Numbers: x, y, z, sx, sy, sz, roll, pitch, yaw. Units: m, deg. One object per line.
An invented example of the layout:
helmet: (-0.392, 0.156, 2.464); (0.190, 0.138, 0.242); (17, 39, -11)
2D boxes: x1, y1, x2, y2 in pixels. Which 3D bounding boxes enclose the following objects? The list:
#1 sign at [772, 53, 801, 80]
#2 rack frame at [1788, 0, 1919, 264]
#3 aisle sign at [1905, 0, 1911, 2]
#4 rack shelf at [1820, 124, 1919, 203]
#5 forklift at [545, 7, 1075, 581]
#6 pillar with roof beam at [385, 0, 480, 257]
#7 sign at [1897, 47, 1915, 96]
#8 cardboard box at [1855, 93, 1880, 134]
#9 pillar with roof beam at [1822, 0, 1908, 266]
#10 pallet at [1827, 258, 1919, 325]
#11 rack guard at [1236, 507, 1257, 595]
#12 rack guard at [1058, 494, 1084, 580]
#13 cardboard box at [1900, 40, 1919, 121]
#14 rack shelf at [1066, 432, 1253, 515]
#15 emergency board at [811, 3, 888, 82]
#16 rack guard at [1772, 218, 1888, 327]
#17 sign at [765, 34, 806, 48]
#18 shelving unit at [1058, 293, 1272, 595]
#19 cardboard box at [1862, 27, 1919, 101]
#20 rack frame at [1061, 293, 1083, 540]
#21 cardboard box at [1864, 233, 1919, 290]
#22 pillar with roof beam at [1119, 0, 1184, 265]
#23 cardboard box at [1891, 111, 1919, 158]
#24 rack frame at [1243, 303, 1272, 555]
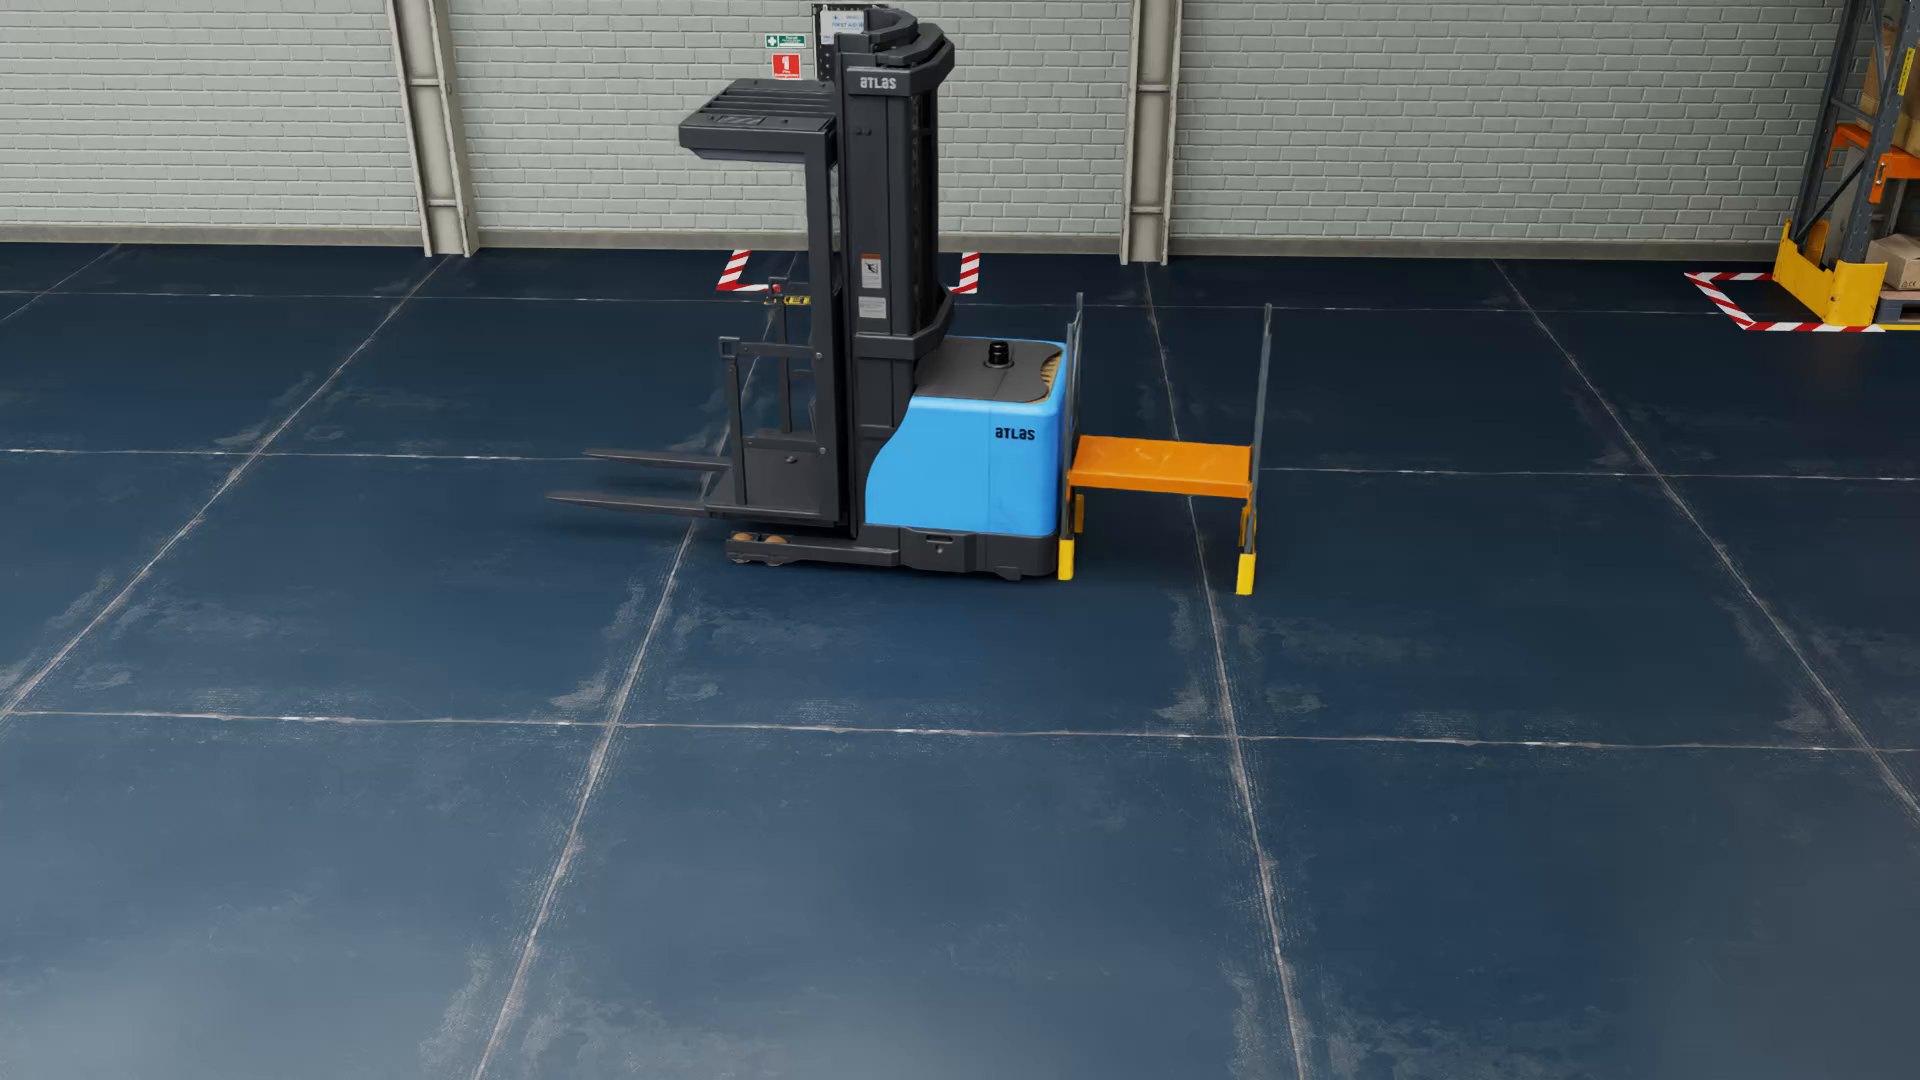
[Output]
sign: (-1.441, -3.876, 13.821); (0.234, 0.329, 0.001); (1, 28, 2)
rack frame: (6.842, -3.252, 12.682); (0.127, 3.000, 1.000); (1, 28, 2)
aisle sign: (6.760, -4.261, 11.810); (0.004, 0.787, 0.394); (1, 28, 2)
rack shelf: (8.841, -2.901, 12.788); (4.000, 0.370, 1.077); (1, 28, 2)
forklift: (-0.885, -1.385, 9.234); (3.031, 2.935, 1.130); (5, 28, 9)
pillar with roof beam: (-4.572, -4.479, 8.592); (0.400, 9.000, 9.100); (1, 28, 2)
sign: (6.823, -3.380, 12.000); (0.005, 0.325, 0.100); (1, 28, 2)
cardboard box: (7.316, -3.277, 12.869); (0.500, 0.250, 0.500); (1, 28, 3)
pillar with roof beam: (7.421, -4.281, 8.217); (0.400, 9.000, 9.100); (1, 28, 2)
pallet: (7.729, -1.989, 13.276); (1.213, 0.211, 1.003); (1, 28, 2)
rack guard: (1.618, 0.057, 9.375); (0.087, 0.250, 0.587); (5, 28, 9)
rack guard: (0.636, -0.021, 9.523); (0.087, 0.250, 0.587); (5, 28, 9)
cardboard box: (7.309, -3.377, 12.256); (0.500, 0.500, 0.500); (1, 28, 2)
rack shelf: (1.118, -0.376, 9.242); (1.000, 0.185, 0.538); (5, 28, 9)
emergency board: (-0.892, -3.803, 13.722); (0.643, 1.169, 0.194); (1, 28, 2)
rack guard: (6.918, -2.146, 13.265); (0.348, 0.500, 1.175); (1, 28, 2)
sign: (-1.437, -4.106, 13.689); (0.331, 0.109, 0.001); (1, 28, 2)
shelving unit: (1.127, -0.534, 9.157); (1.083, 1.500, 0.587); (5, 28, 9)
cardboard box: (7.321, -3.617, 12.710); (0.500, 0.500, 0.500); (1, 28, 1)
rack frame: (0.617, -0.575, 9.233); (0.032, 1.500, 0.500); (5, 28, 9)
cardboard box: (7.531, -2.205, 13.107); (0.500, 0.311, 0.500); (-2, 28, -4)
pillar with roof beam: (1.424, -4.380, 8.404); (0.400, 9.000, 9.100); (1, 28, 2)
cardboard box: (7.319, -3.038, 12.417); (0.500, 0.250, 0.500); (0, 28, 0)
rack frame: (1.620, -0.495, 9.083); (0.032, 1.500, 0.500); (5, 28, 9)
